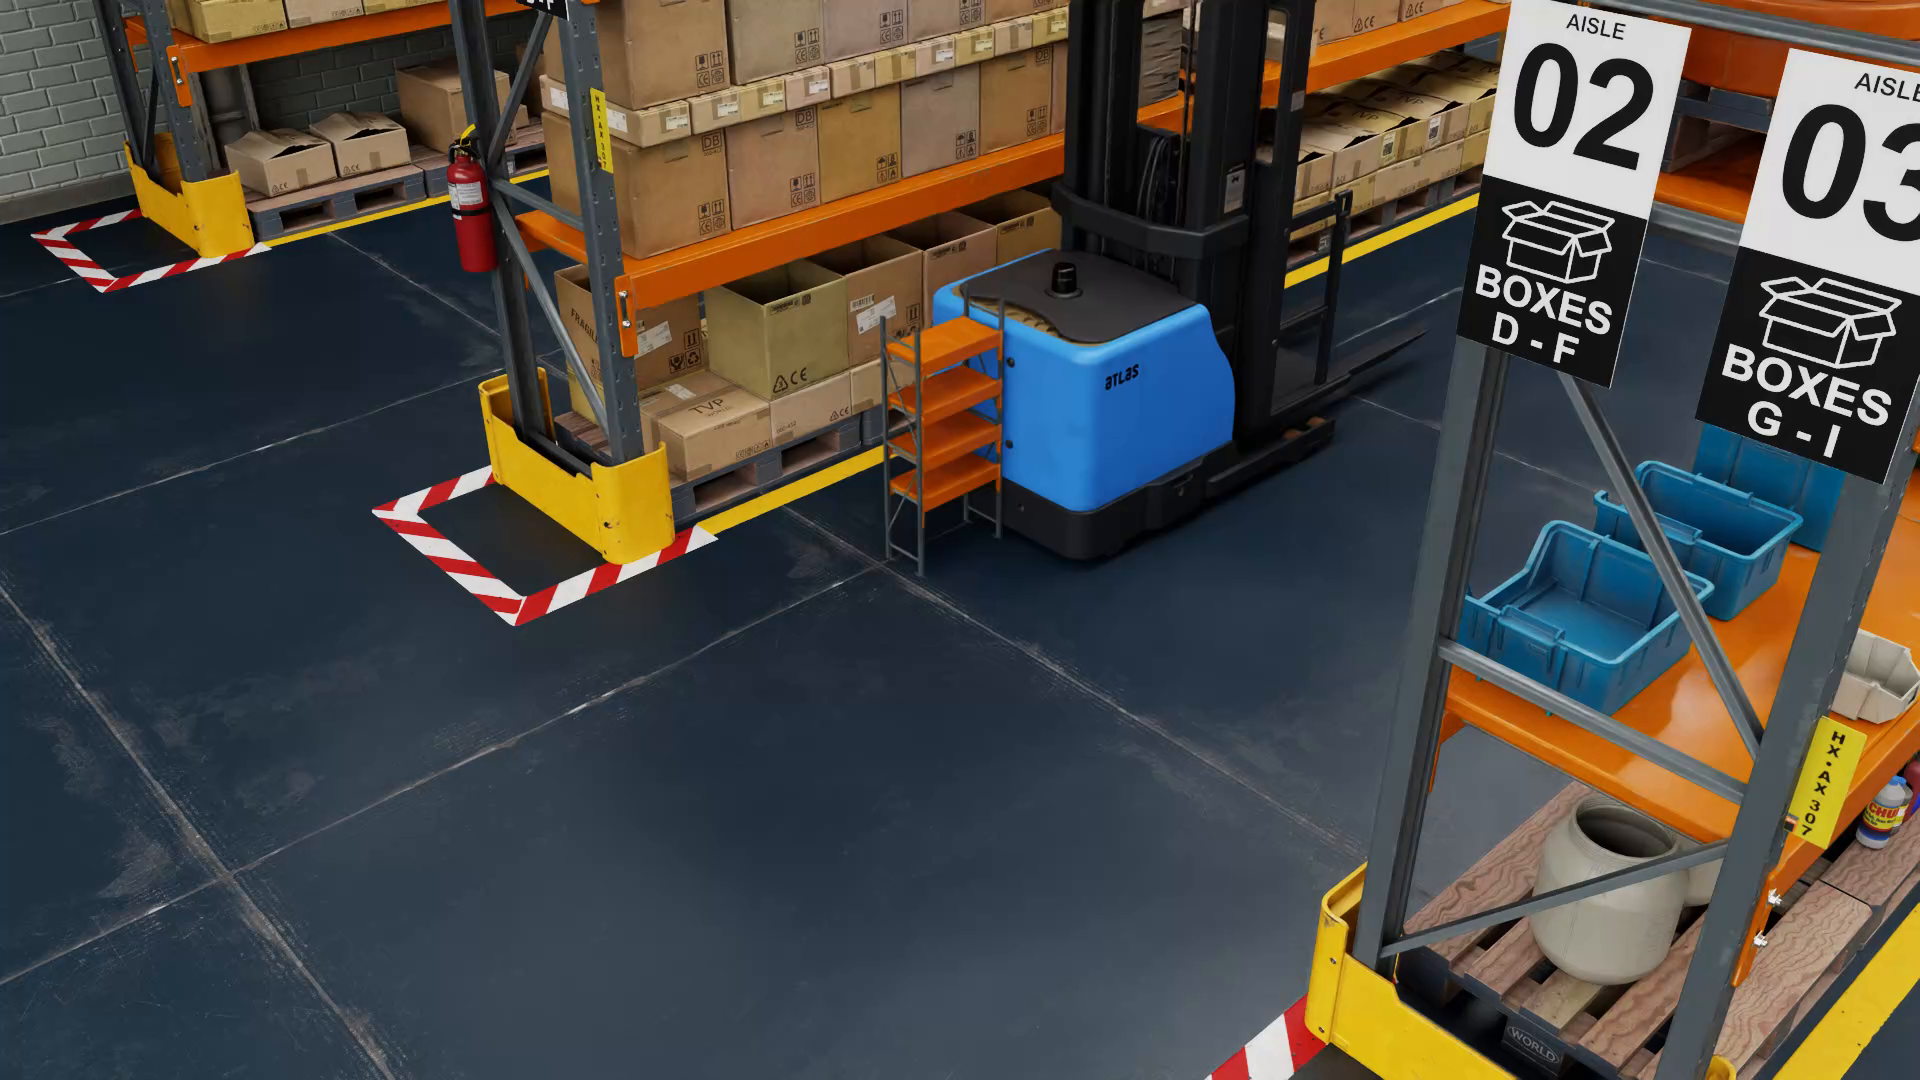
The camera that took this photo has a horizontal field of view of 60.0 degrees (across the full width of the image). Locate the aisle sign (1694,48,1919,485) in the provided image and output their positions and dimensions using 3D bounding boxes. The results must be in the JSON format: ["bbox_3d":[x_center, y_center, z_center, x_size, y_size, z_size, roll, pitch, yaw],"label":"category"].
[{"bbox_3d":[1.708,-0.521,3.235,0.004,0.787,0.394,-26,40,-35],"label":"aisle sign"}]

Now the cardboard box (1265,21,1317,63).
[{"bbox_3d":[1.918,-2.993,10.011,0.250,0.149,0.380,-26,40,-35],"label":"cardboard box"}]

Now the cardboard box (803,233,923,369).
[{"bbox_3d":[-0.536,-1.237,8.412,0.500,0.500,0.500,-26,40,-35],"label":"cardboard box"}]

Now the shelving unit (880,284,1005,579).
[{"bbox_3d":[-0.073,-0.474,7.375,0.503,1.200,0.258,-26,40,-36],"label":"shelving unit"}]

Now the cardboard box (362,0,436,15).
[{"bbox_3d":[-3.852,-3.703,11.056,0.500,0.250,0.500,-27,40,-36],"label":"cardboard box"}]

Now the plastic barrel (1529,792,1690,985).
[{"bbox_3d":[1.992,1.070,5.107,0.421,0.512,0.421,0,31,0],"label":"plastic barrel"}]

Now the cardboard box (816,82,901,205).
[{"bbox_3d":[-0.703,-2.011,8.067,0.500,0.500,0.700,-26,40,-35],"label":"cardboard box"}]

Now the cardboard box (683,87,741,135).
[{"bbox_3d":[-1.178,-1.916,7.291,0.250,0.149,0.380,-27,41,-37],"label":"cardboard box"}]

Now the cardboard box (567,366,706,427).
[{"bbox_3d":[-1.612,-0.755,8.342,0.500,0.250,0.500,-26,40,-35],"label":"cardboard box"}]

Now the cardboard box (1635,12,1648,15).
[{"bbox_3d":[5.721,-4.007,13.403,0.500,0.500,0.500,-27,41,-37],"label":"cardboard box"}]

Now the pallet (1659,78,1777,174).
[{"bbox_3d":[2.234,-1.005,3.823,1.213,0.211,1.003,-26,40,-35],"label":"pallet"}]

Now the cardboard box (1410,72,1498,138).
[{"bbox_3d":[3.469,-3.062,11.577,0.500,0.311,0.500,-27,40,-36],"label":"cardboard box"}]

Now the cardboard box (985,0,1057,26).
[{"bbox_3d":[0.071,-2.944,8.349,0.500,0.500,0.700,-26,40,-35],"label":"cardboard box"}]

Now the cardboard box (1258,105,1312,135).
[{"bbox_3d":[1.976,-2.726,11.028,0.500,0.311,0.500,-26,40,-36],"label":"cardboard box"}]

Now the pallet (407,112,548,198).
[{"bbox_3d":[-3.605,-2.882,12.260,1.213,0.211,1.003,-26,40,-35],"label":"pallet"}]

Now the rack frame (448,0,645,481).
[{"bbox_3d":[-1.804,-1.446,7.239,0.127,3.000,1.000,-26,40,-35],"label":"rack frame"}]

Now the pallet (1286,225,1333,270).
[{"bbox_3d":[1.643,-1.951,10.738,1.213,0.211,1.003,-26,40,-35],"label":"pallet"}]

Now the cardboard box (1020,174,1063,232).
[{"bbox_3d":[0.563,-1.769,9.283,0.500,0.500,0.500,-26,40,-35],"label":"cardboard box"}]

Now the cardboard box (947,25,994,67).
[{"bbox_3d":[-0.049,-2.460,8.180,0.250,0.149,0.380,-24,39,-34],"label":"cardboard box"}]

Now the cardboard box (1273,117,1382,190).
[{"bbox_3d":[2.351,-2.521,10.692,0.500,0.311,0.500,-27,41,-37],"label":"cardboard box"}]

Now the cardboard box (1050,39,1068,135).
[{"bbox_3d":[0.426,-2.558,8.962,0.500,0.500,0.700,-26,40,-36],"label":"cardboard box"}]

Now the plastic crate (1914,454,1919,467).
[{"bbox_3d":[3.307,-0.504,5.902,0.662,0.188,0.450,-26,40,-35],"label":"plastic crate"}]

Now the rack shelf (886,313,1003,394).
[{"bbox_3d":[-0.073,-0.809,7.170,0.480,0.148,0.258,-26,40,-36],"label":"rack shelf"}]

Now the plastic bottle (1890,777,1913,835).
[{"bbox_3d":[3.179,0.896,5.670,0.097,0.201,0.097,0,31,0],"label":"plastic bottle"}]

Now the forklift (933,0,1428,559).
[{"bbox_3d":[1.276,-1.820,7.917,3.031,2.935,1.130,-26,40,-36],"label":"forklift"}]

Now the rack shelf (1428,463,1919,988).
[{"bbox_3d":[3.028,0.048,5.486,4.000,0.370,1.077,-26,40,-35],"label":"rack shelf"}]

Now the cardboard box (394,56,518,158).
[{"bbox_3d":[-3.616,-3.115,11.943,0.700,0.500,0.500,26,40,36],"label":"cardboard box"}]

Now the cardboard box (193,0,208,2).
[{"bbox_3d":[-4.620,-3.658,10.263,0.500,0.500,0.500,-26,40,-35],"label":"cardboard box"}]

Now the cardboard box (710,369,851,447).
[{"bbox_3d":[-0.895,-0.736,8.311,0.500,0.250,0.500,-26,40,-35],"label":"cardboard box"}]

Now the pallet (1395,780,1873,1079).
[{"bbox_3d":[2.184,1.309,5.407,1.213,0.211,1.003,-26,40,-35],"label":"pallet"}]

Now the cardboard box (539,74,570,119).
[{"bbox_3d":[-1.653,-1.973,7.384,0.250,0.149,0.380,-27,40,-36],"label":"cardboard box"}]

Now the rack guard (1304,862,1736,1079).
[{"bbox_3d":[1.585,1.472,4.863,0.348,0.500,1.175,-26,40,-35],"label":"rack guard"}]

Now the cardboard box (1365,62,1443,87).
[{"bbox_3d":[3.099,-3.266,11.911,0.500,0.311,0.500,-27,40,-37],"label":"cardboard box"}]

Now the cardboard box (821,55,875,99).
[{"bbox_3d":[-0.614,-2.189,7.736,0.250,0.149,0.380,-27,41,-37],"label":"cardboard box"}]

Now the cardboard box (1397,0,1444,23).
[{"bbox_3d":[2.843,-3.724,10.870,0.500,0.500,0.500,27,40,36],"label":"cardboard box"}]

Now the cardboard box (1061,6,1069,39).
[{"bbox_3d":[0.511,-2.731,8.623,0.250,0.149,0.380,-26,40,-36],"label":"cardboard box"}]

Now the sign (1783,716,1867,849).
[{"bbox_3d":[1.932,0.545,3.719,0.005,0.325,0.100,-26,40,-35],"label":"sign"}]

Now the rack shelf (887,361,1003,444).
[{"bbox_3d":[-0.073,-0.607,7.293,0.480,0.148,0.258,-26,40,-36],"label":"rack shelf"}]

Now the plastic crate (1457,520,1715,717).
[{"bbox_3d":[1.725,0.222,4.654,0.616,0.251,0.499,-26,40,-35],"label":"plastic crate"}]

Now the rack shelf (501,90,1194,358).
[{"bbox_3d":[-0.337,-1.848,8.586,4.000,0.370,1.077,-26,40,-35],"label":"rack shelf"}]

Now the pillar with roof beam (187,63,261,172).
[{"bbox_3d":[-2.322,-4.831,7.024,0.400,9.000,9.100,-26,40,-35],"label":"pillar with roof beam"}]

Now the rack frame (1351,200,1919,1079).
[{"bbox_3d":[1.561,0.451,4.138,0.127,3.000,1.000,-26,40,-35],"label":"rack frame"}]

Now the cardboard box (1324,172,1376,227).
[{"bbox_3d":[2.347,-2.284,10.844,0.500,0.250,0.500,-27,41,-37],"label":"cardboard box"}]

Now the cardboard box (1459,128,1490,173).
[{"bbox_3d":[3.467,-2.825,11.728,0.500,0.250,0.500,-26,40,-36],"label":"cardboard box"}]

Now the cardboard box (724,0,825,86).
[{"bbox_3d":[-1.032,-2.410,7.476,0.500,0.500,0.700,-27,41,-37],"label":"cardboard box"}]

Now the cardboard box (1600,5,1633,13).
[{"bbox_3d":[5.349,-4.198,13.714,0.500,0.500,0.500,28,41,37],"label":"cardboard box"}]
